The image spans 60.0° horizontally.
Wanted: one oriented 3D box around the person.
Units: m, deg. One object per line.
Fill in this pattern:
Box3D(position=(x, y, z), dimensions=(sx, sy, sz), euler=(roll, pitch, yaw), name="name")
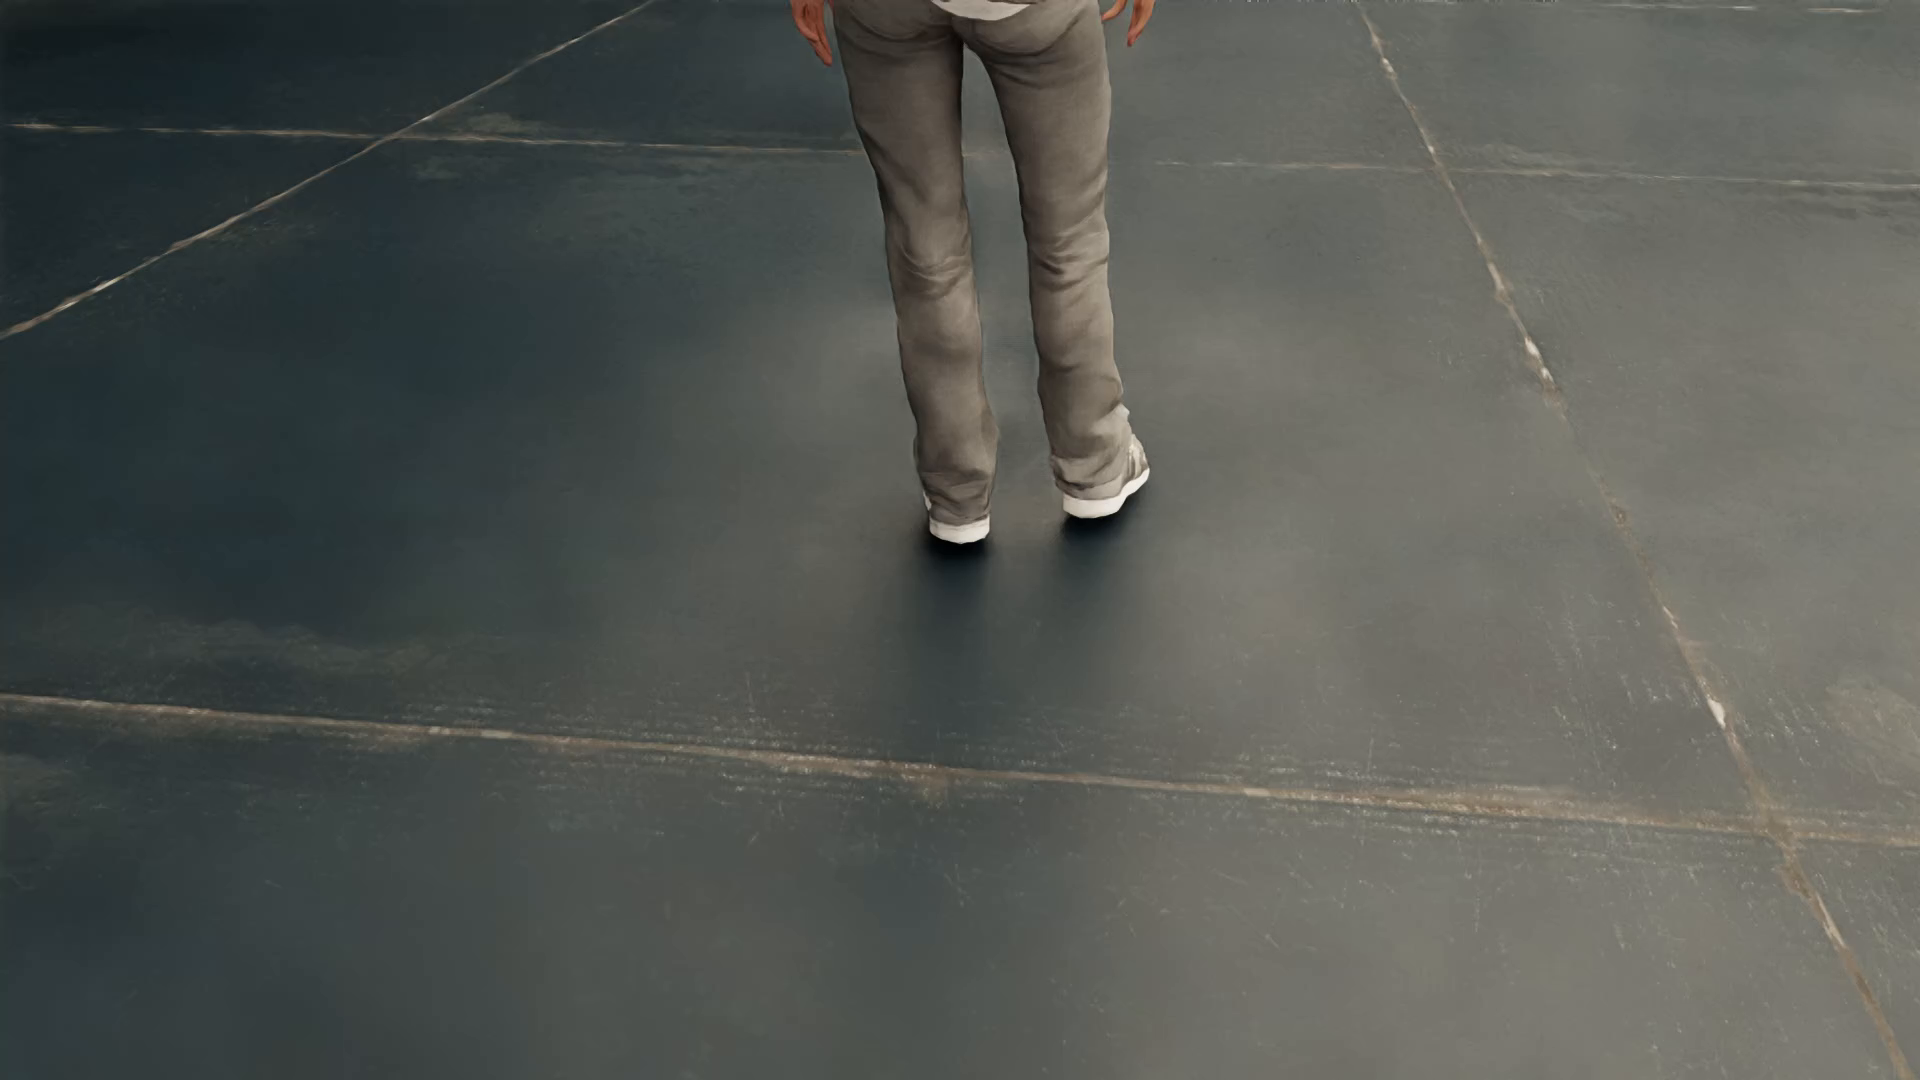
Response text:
Box3D(position=(0.024, -0.753, 2.205), dimensions=(0.521, 1.597, 0.474), euler=(3, 27, 7), name="person")
